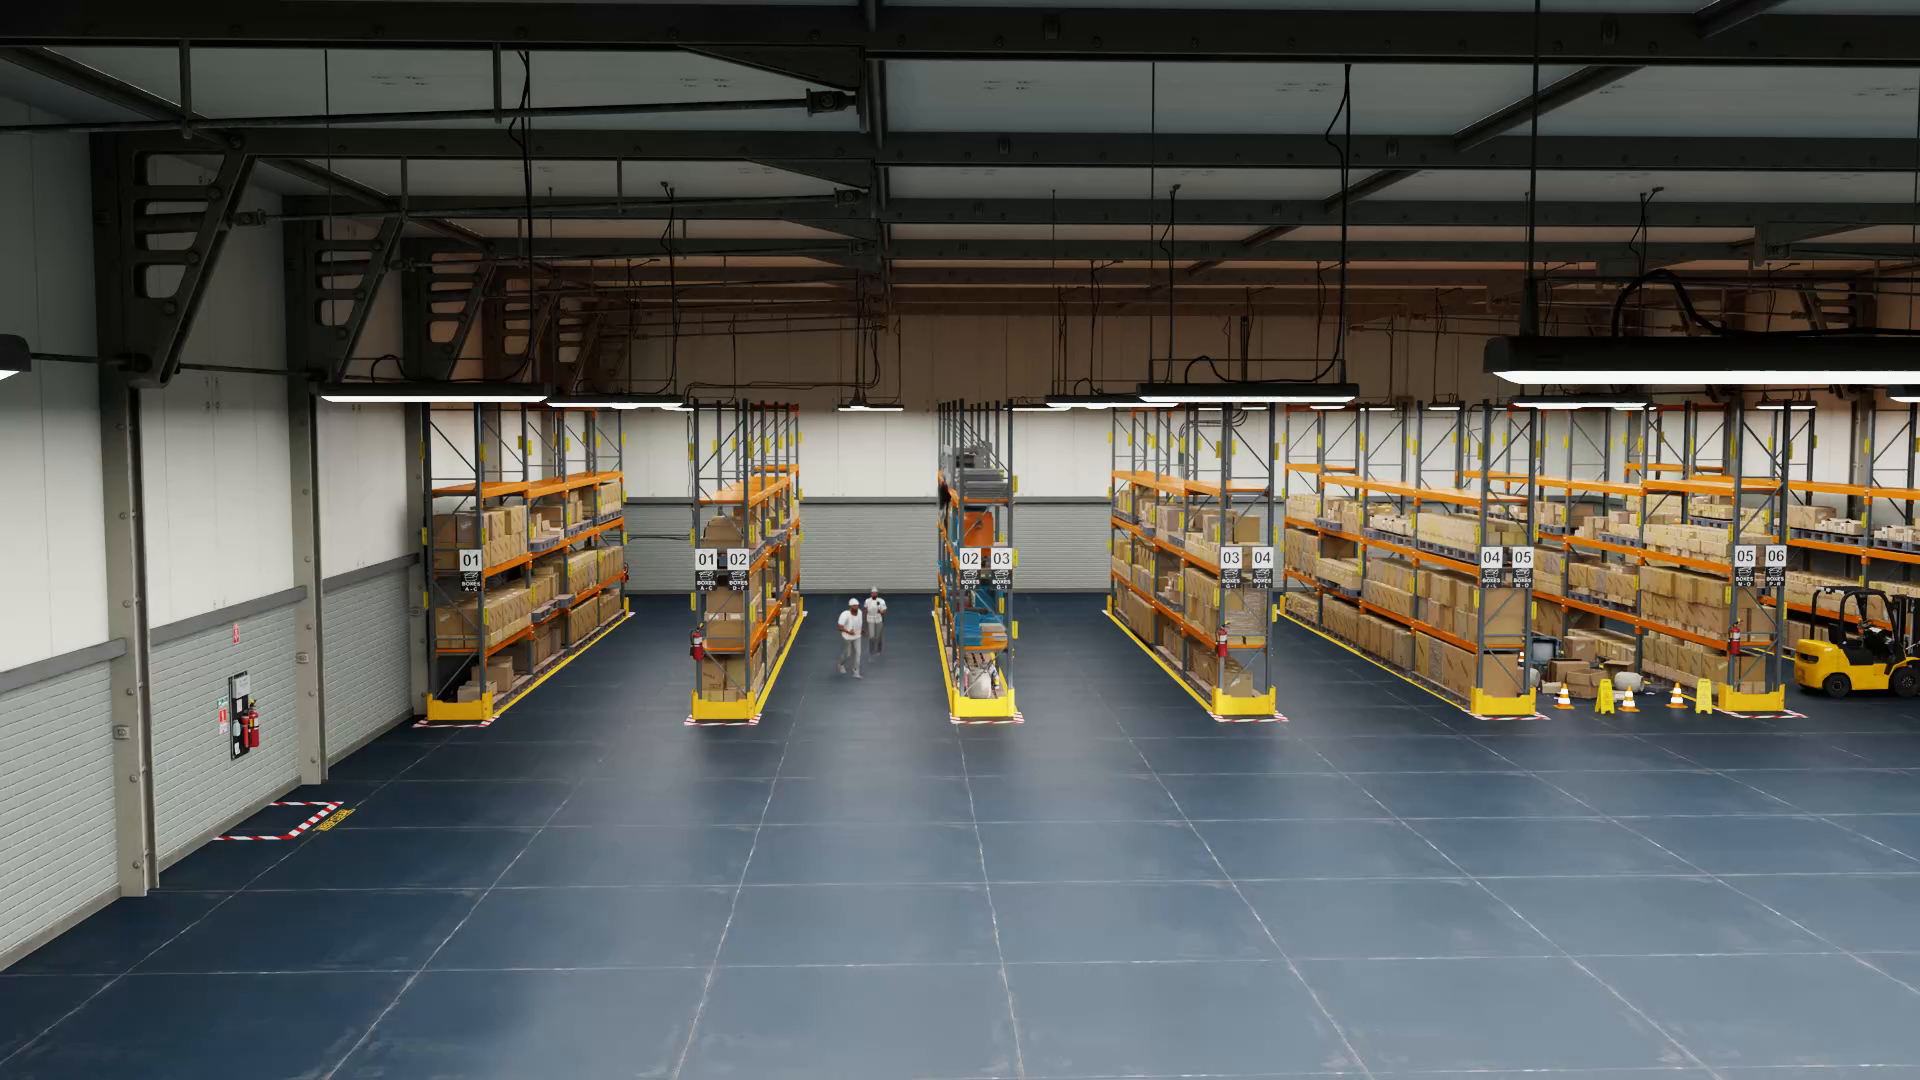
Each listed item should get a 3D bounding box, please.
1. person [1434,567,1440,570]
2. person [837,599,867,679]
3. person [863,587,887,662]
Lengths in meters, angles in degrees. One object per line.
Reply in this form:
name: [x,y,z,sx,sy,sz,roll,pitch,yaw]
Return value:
person: [12.424,1.582,43.032,0.675,1.752,0.943,-2,5,-22]
person: [-2.391,2.119,36.127,0.702,1.730,0.908,-3,5,-30]
person: [-1.975,1.938,38.629,0.580,1.739,0.730,0,4,3]
